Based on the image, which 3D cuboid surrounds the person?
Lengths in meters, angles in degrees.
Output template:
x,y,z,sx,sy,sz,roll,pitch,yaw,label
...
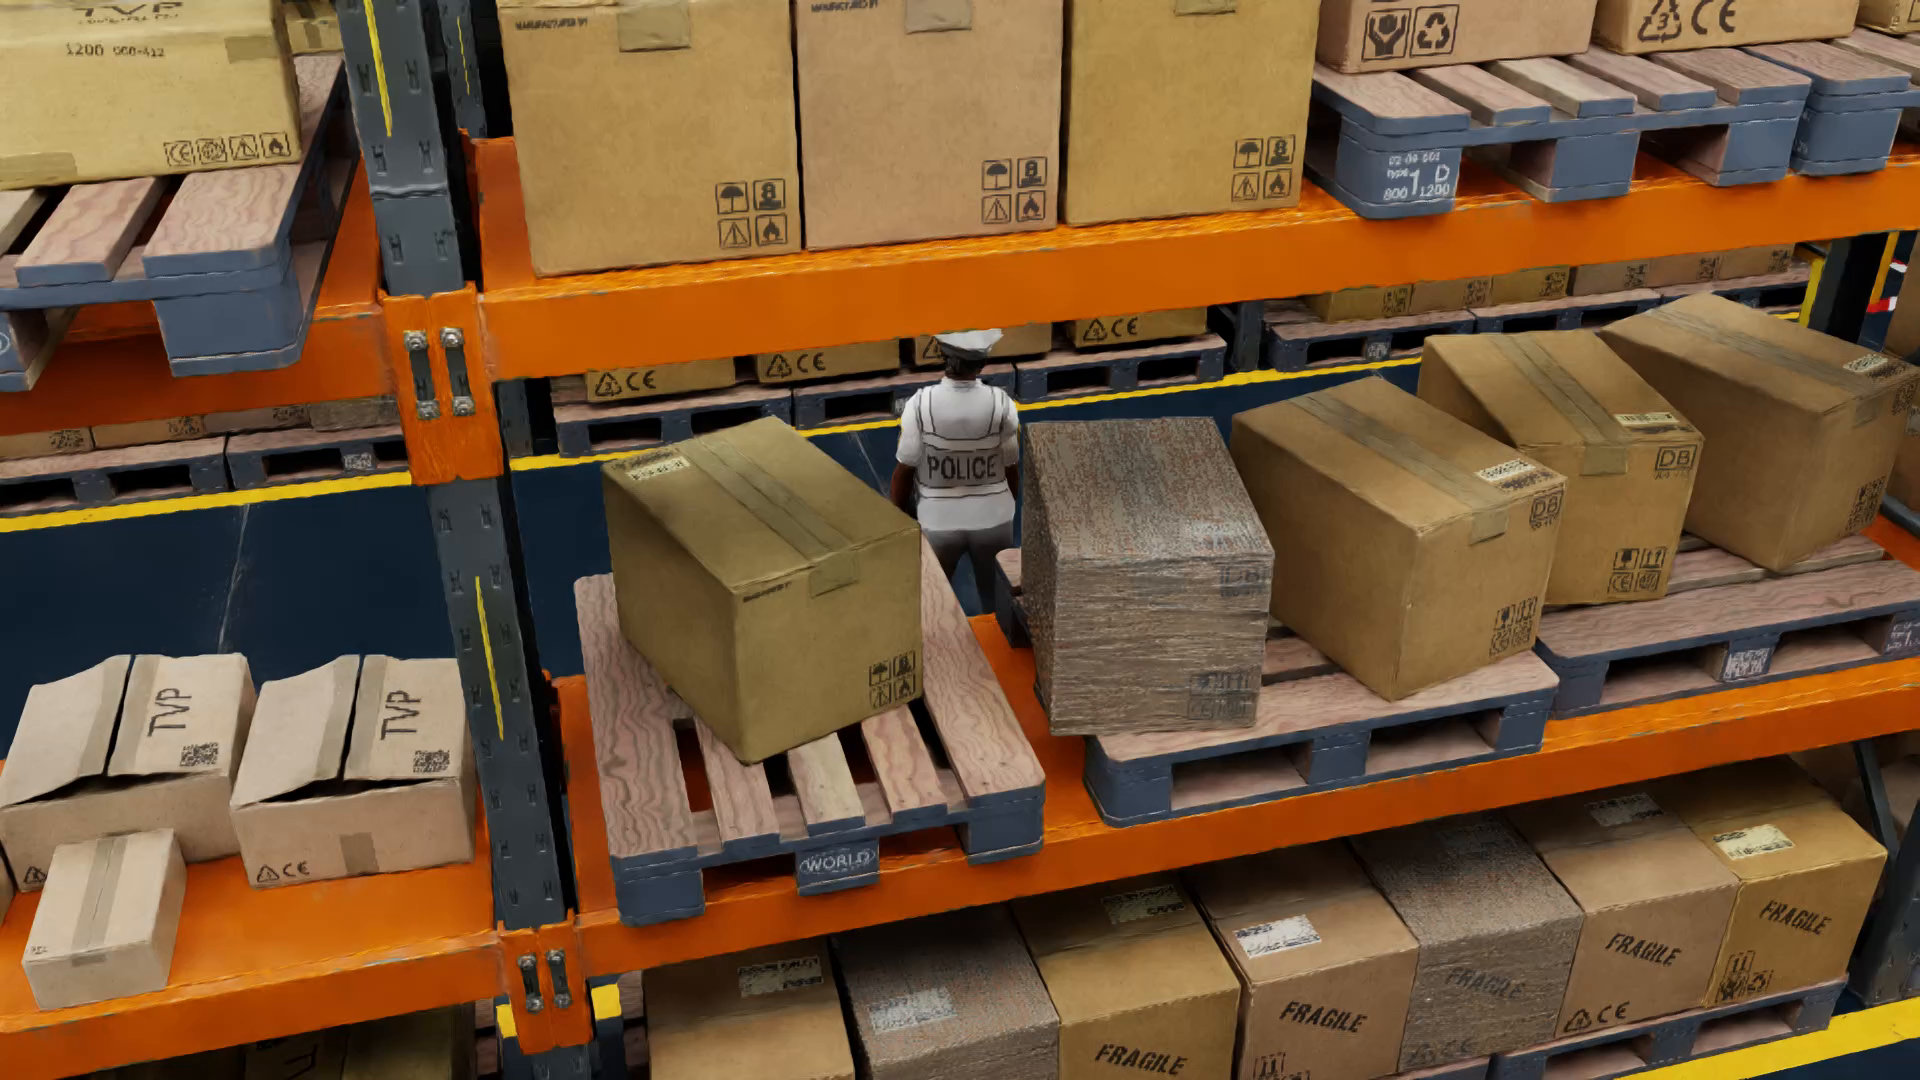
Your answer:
x,y,z,sx,sy,sz,roll,pitch,yaw,label
-0.040,-0.043,6.214,0.580,1.669,0.562,-4,31,-8,person
